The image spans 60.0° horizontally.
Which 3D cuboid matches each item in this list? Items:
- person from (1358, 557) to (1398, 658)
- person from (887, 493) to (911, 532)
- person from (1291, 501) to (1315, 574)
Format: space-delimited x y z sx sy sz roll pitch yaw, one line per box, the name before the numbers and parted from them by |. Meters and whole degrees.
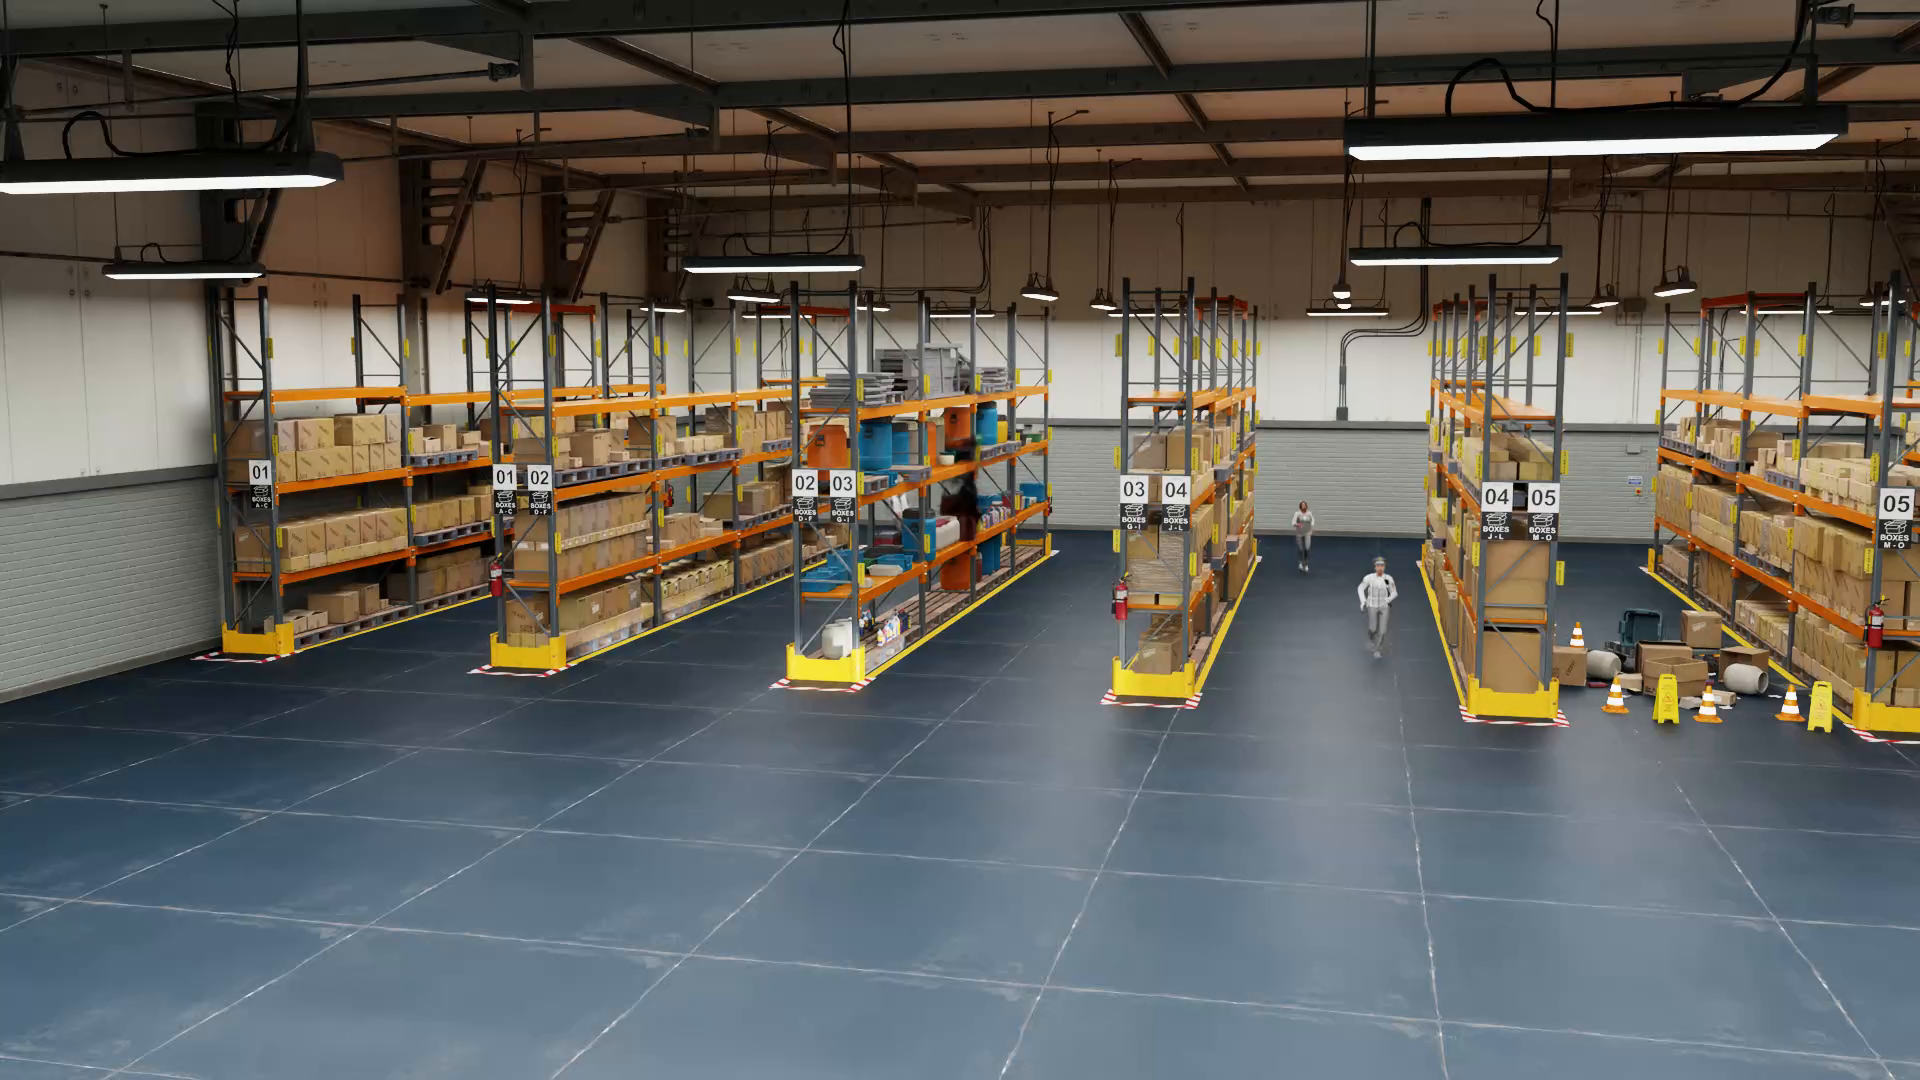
person | 6.759 1.099 26.883 0.615 1.658 0.541 1 7 7
person | -1.475 -0.566 41.065 0.638 1.704 0.549 -1 7 -11
person | 7.695 -0.075 37.333 0.524 1.626 0.703 1 7 9
